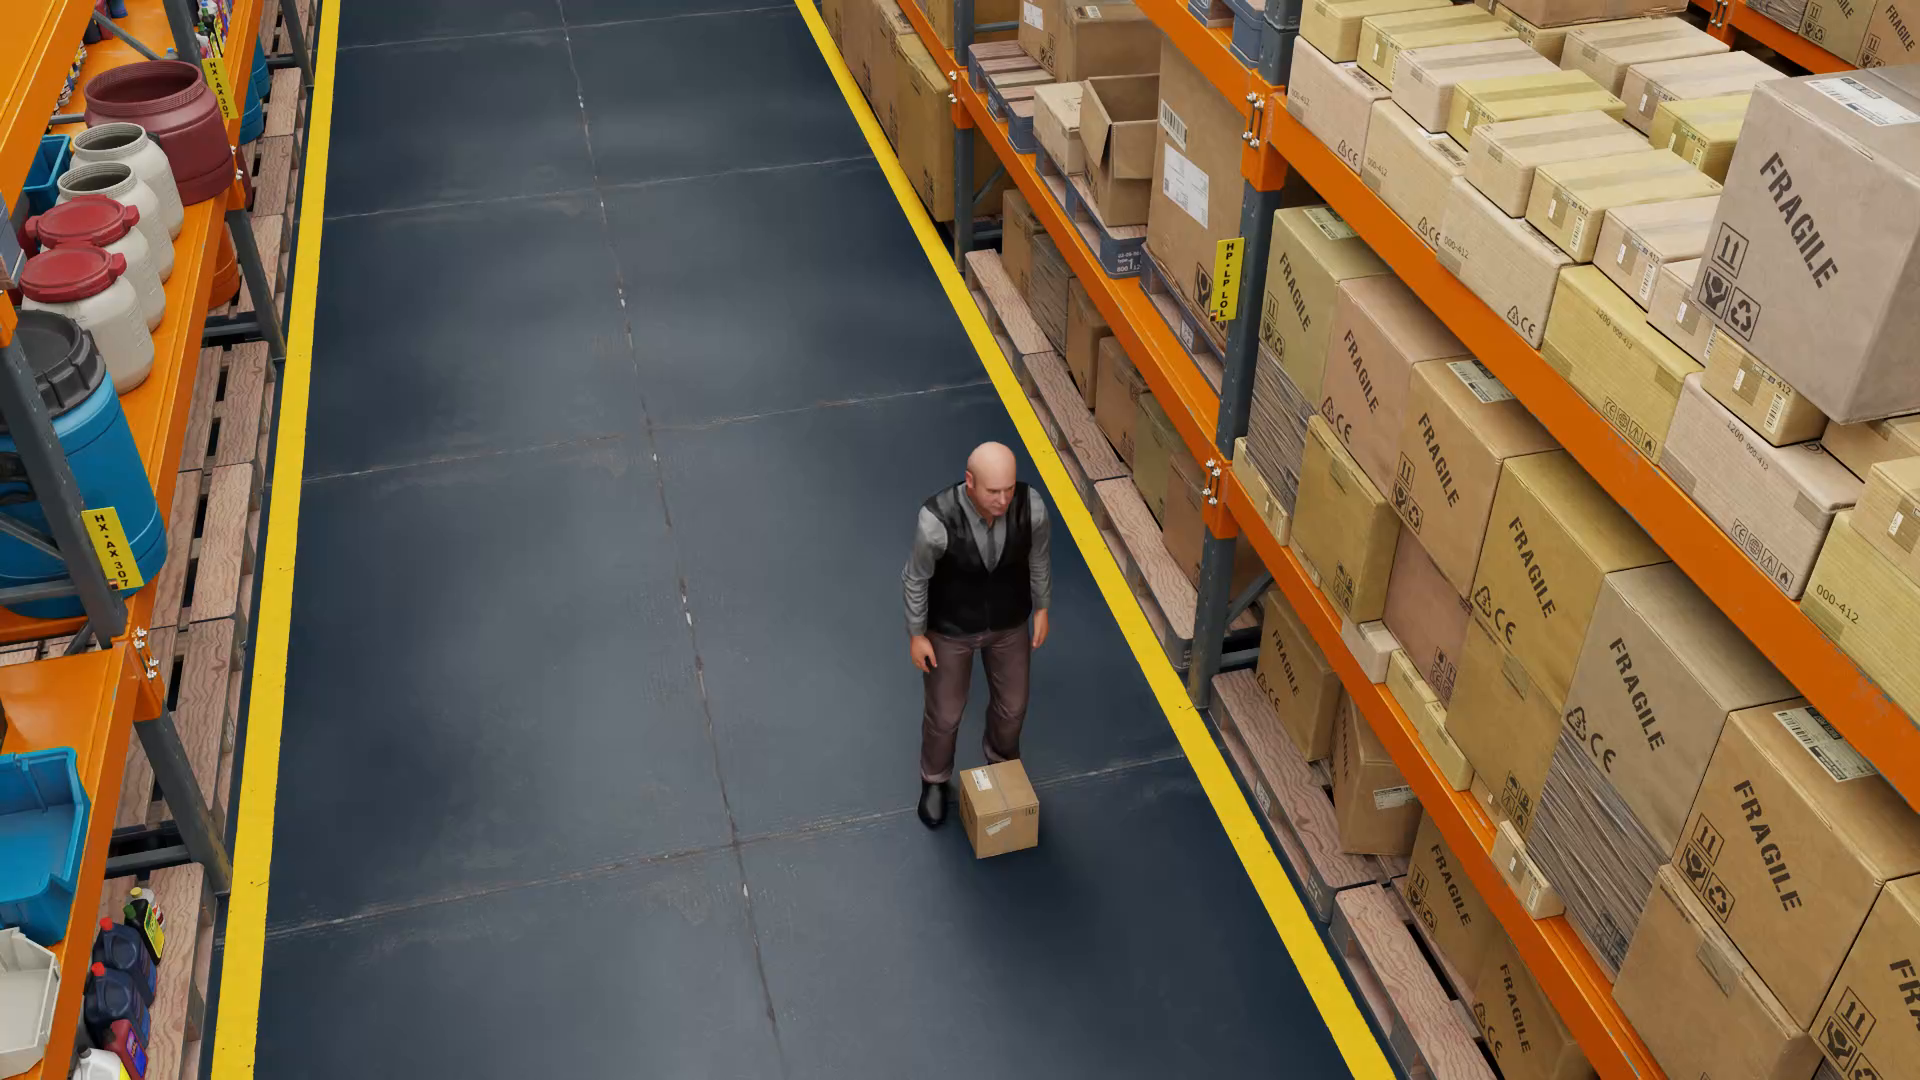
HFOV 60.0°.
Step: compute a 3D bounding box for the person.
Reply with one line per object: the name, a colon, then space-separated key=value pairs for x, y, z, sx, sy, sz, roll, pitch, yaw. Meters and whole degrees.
person: x=0.066 y=0.317 z=6.329 sx=0.583 sy=1.719 sz=0.424 roll=-11 pitch=39 yaw=-14
